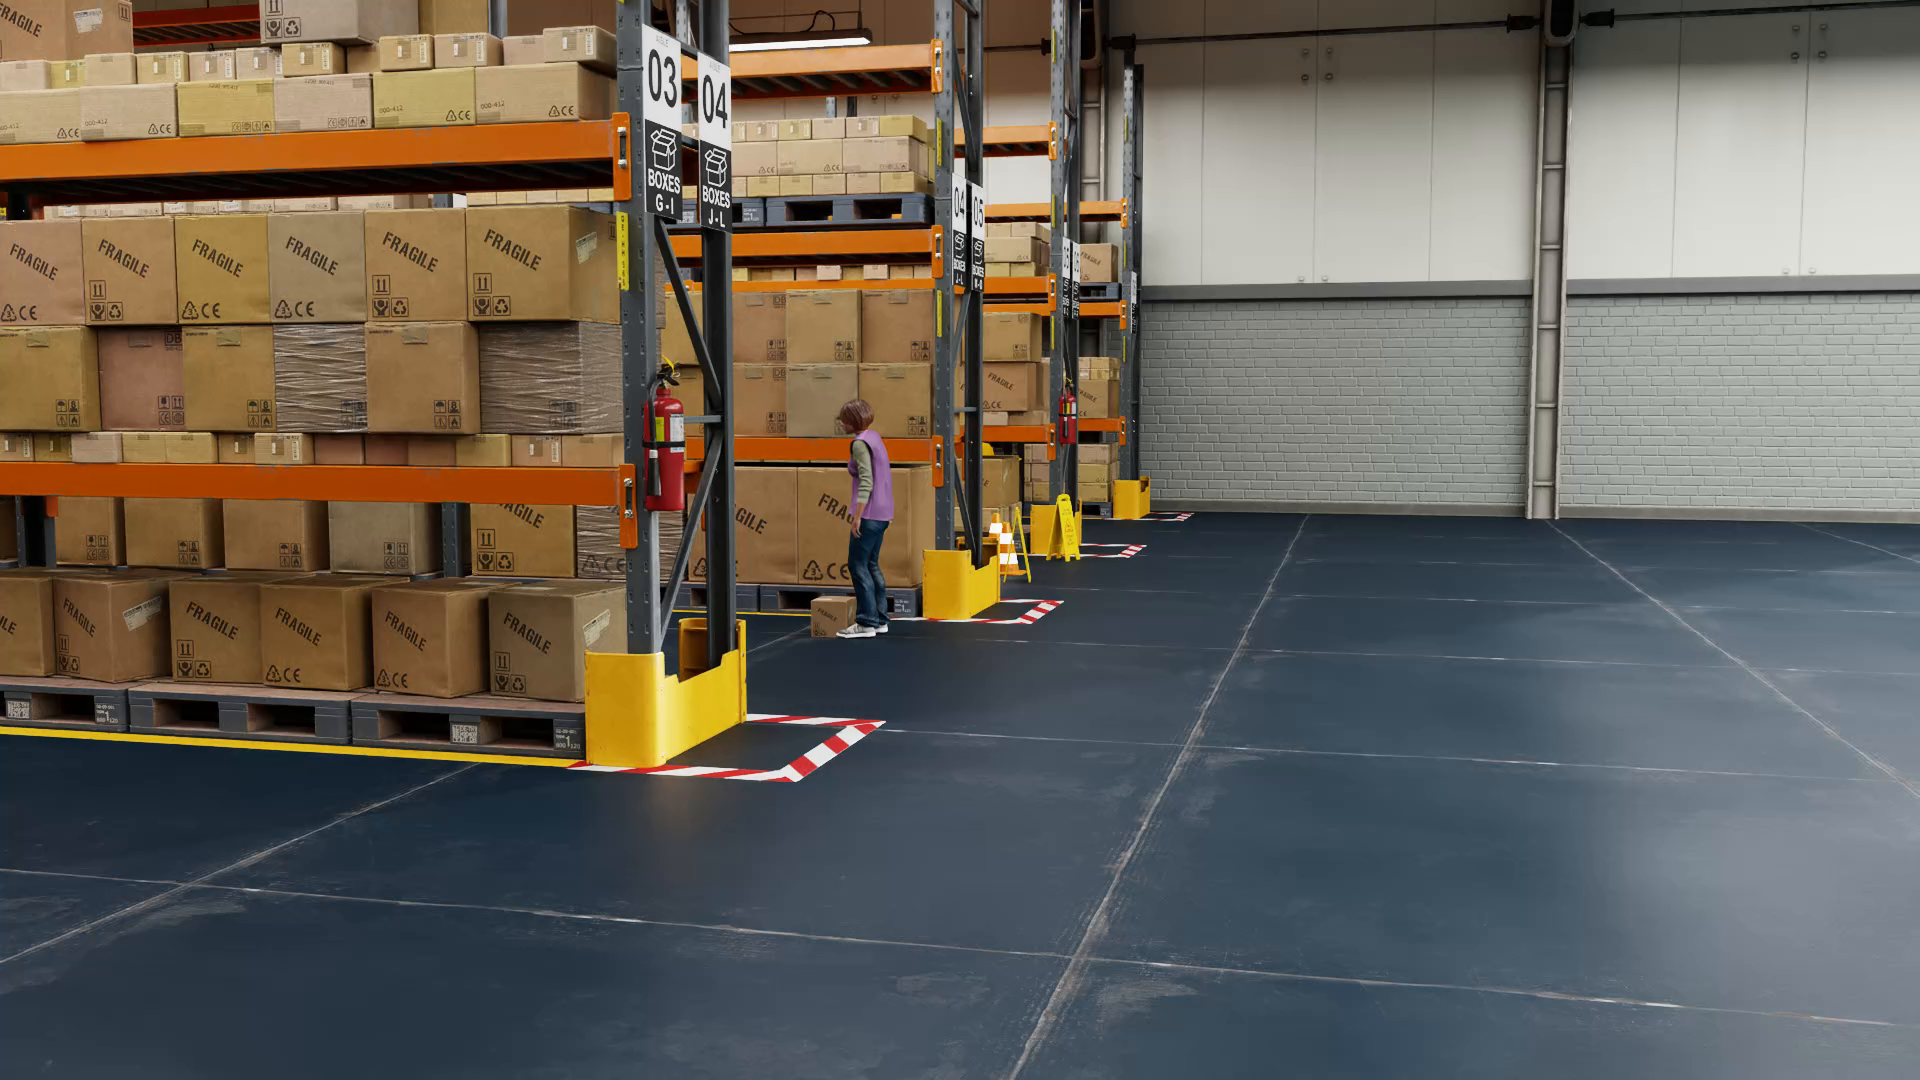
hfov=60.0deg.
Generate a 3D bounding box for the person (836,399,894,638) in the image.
[{"bbox_3d":[-0.635,-0.139,11.138,0.375,1.581,0.484,1,5,10],"label":"person"}]
